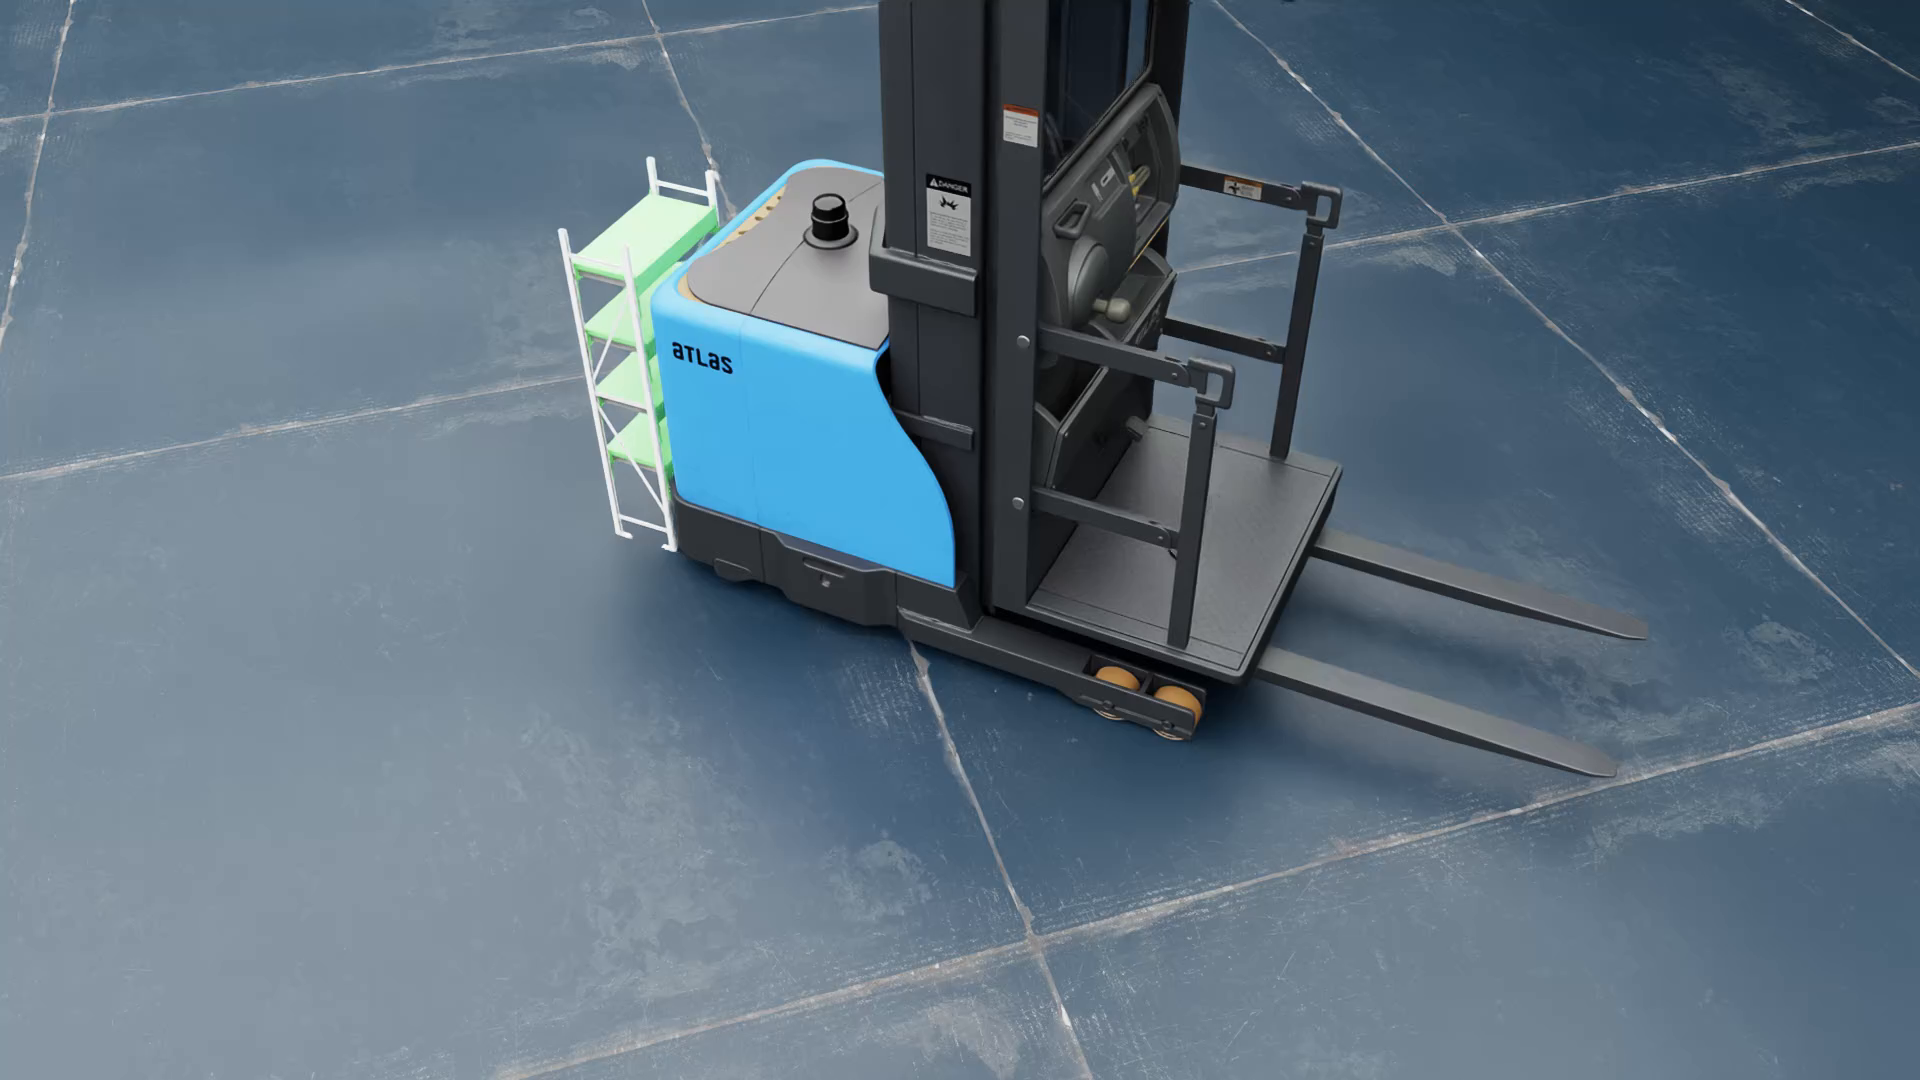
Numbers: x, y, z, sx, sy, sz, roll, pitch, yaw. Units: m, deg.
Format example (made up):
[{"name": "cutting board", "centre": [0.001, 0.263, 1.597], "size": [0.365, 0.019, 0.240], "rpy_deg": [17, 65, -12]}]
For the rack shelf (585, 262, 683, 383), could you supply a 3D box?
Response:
[{"name": "rack shelf", "centre": [-0.988, -0.727, 5.400], "size": [0.258, 0.148, 0.480], "rpy_deg": [16, 44, 19]}]

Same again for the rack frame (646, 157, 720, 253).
[{"name": "rack frame", "centre": [-0.886, -0.740, 5.682], "size": [0.240, 1.200, 0.015], "rpy_deg": [16, 44, 19]}]

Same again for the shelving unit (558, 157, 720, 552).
[{"name": "shelving unit", "centre": [-0.987, -0.593, 5.515], "size": [0.258, 1.200, 0.503], "rpy_deg": [16, 44, 19]}]

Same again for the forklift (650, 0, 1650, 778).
[{"name": "forklift", "centre": [0.609, -0.897, 4.550], "size": [3.031, 2.935, 1.130], "rpy_deg": [17, 44, 19]}]

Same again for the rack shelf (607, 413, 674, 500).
[{"name": "rack shelf", "centre": [-0.984, -0.364, 5.714], "size": [0.258, 0.148, 0.480], "rpy_deg": [16, 44, 19]}]

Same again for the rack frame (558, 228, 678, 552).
[{"name": "rack frame", "centre": [-1.087, -0.447, 5.348], "size": [0.240, 1.200, 0.015], "rpy_deg": [16, 44, 19]}]

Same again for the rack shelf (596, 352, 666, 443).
[{"name": "rack shelf", "centre": [-0.986, -0.545, 5.557], "size": [0.258, 0.148, 0.480], "rpy_deg": [16, 44, 19]}]

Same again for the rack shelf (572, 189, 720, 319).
[{"name": "rack shelf", "centre": [-0.991, -0.908, 5.243], "size": [0.258, 0.148, 0.480], "rpy_deg": [16, 44, 19]}]
